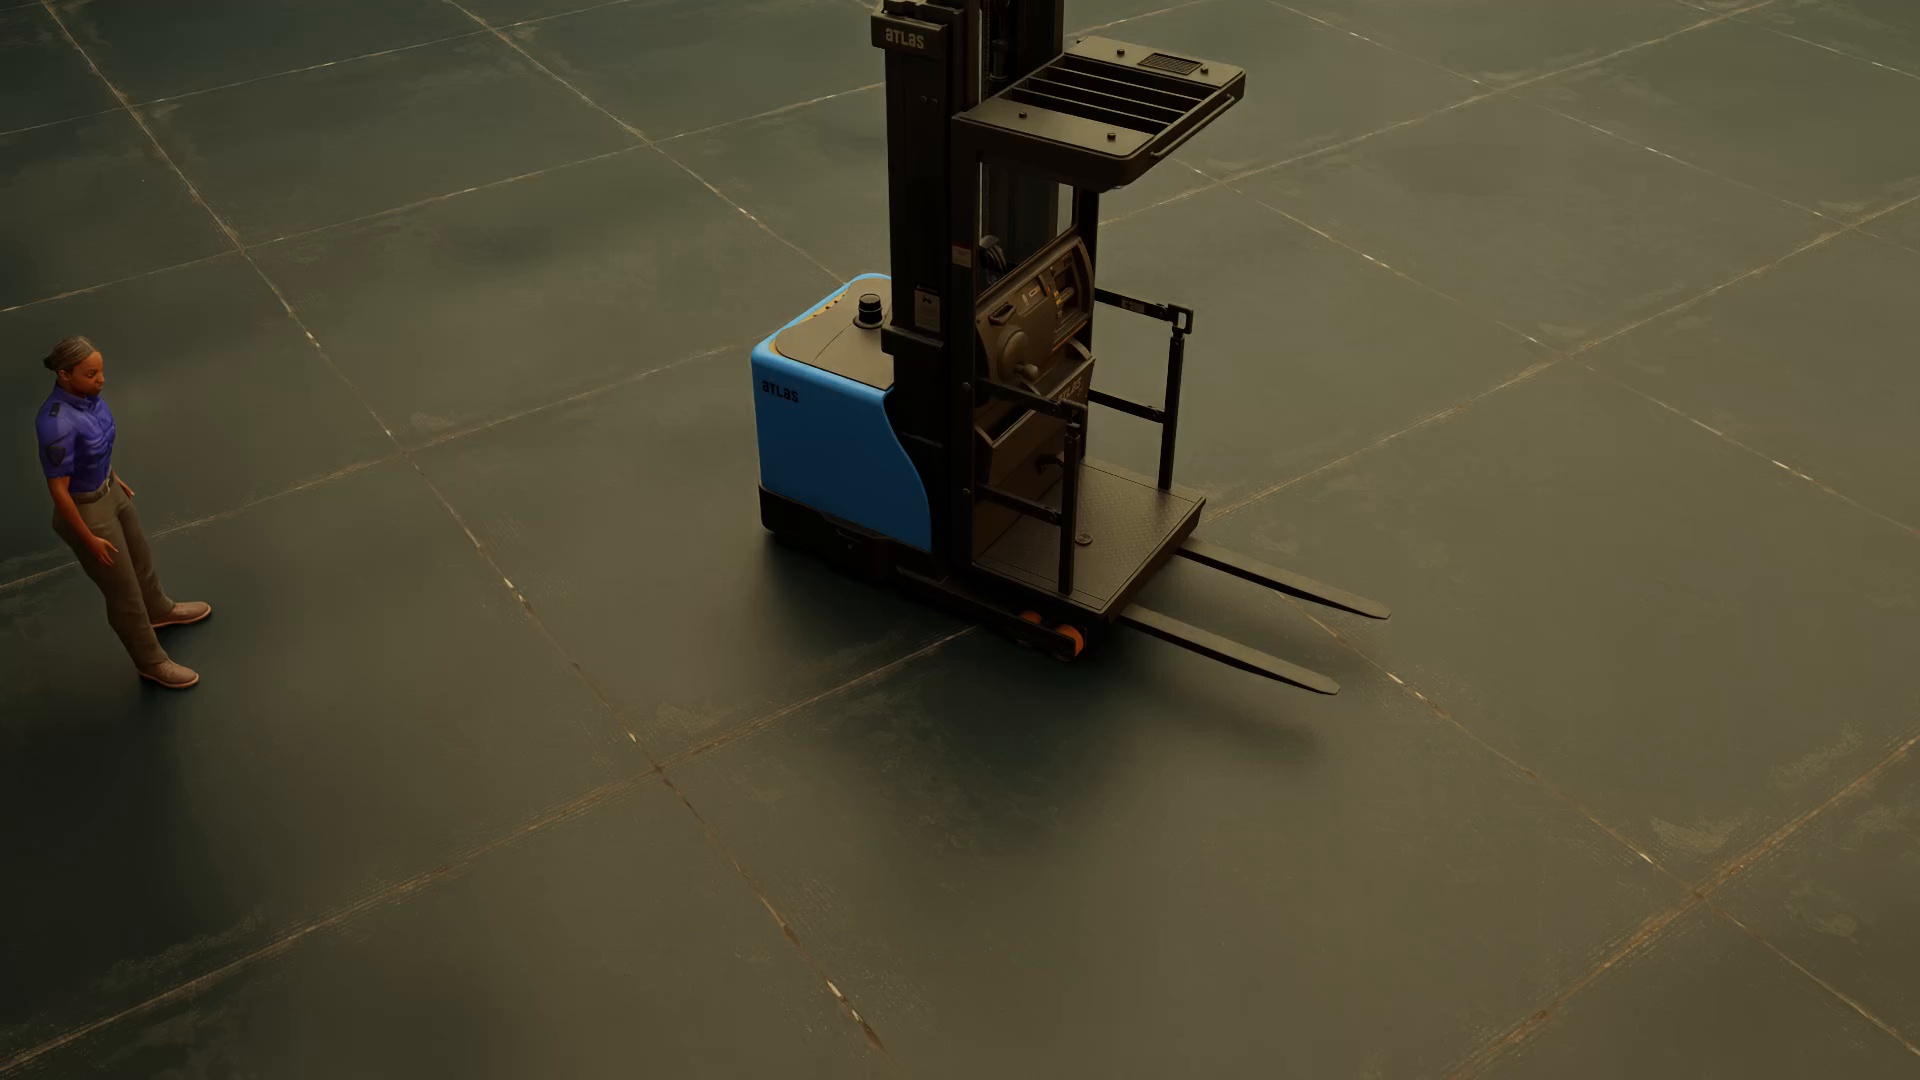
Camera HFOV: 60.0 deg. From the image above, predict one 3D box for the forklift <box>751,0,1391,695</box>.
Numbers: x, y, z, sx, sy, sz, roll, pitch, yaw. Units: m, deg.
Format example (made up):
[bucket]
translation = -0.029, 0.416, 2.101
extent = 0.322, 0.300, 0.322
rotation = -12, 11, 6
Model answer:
[forklift]
translation = 0.514, -0.985, 7.276
extent = 3.031, 2.935, 1.130
rotation = 21, 41, 26

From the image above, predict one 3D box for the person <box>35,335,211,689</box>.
[person]
translation = -3.691, -0.144, 7.220
extent = 0.405, 1.658, 0.625
rotation = -5, 37, -7
